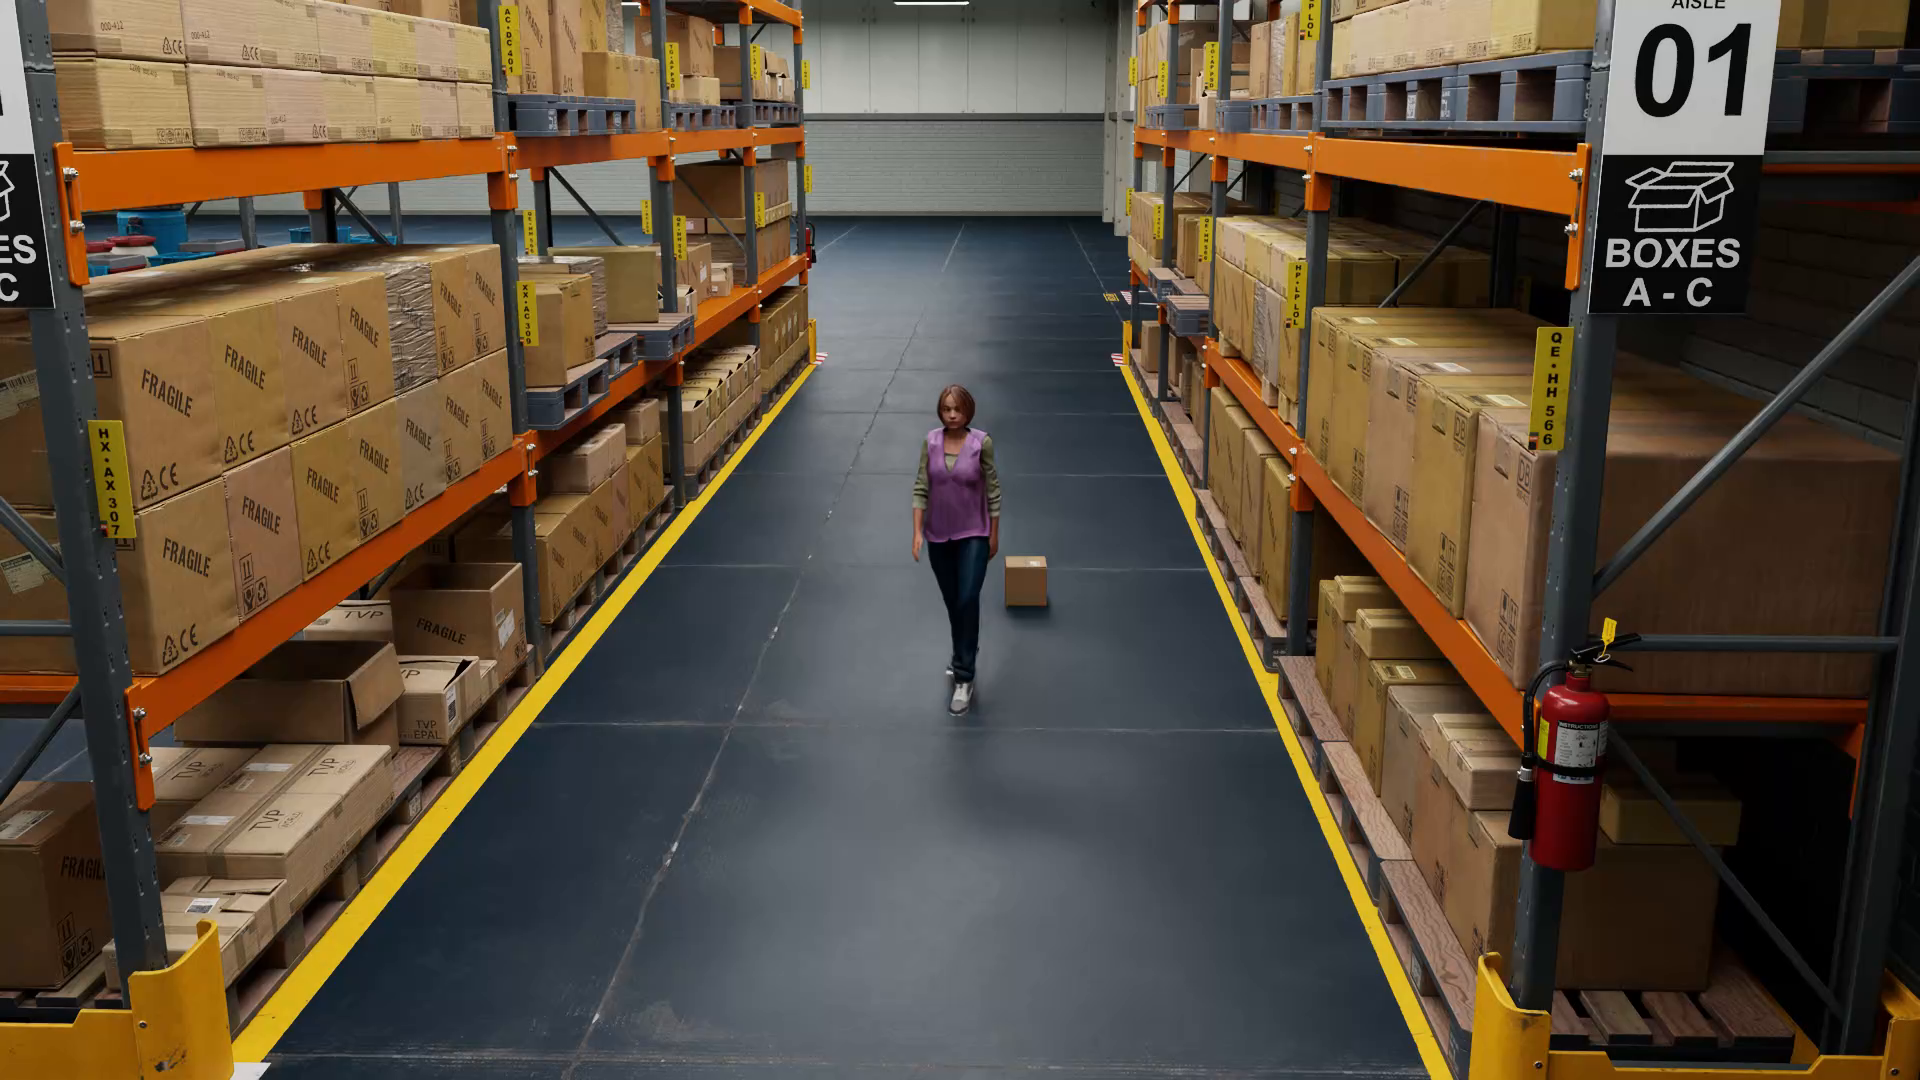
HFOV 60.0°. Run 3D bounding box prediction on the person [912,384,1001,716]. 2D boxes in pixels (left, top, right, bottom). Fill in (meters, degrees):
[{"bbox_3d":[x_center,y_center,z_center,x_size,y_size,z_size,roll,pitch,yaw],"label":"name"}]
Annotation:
[{"bbox_3d":[-0.030,0.015,8.469,0.429,1.619,0.716,4,15,16],"label":"person"}]
